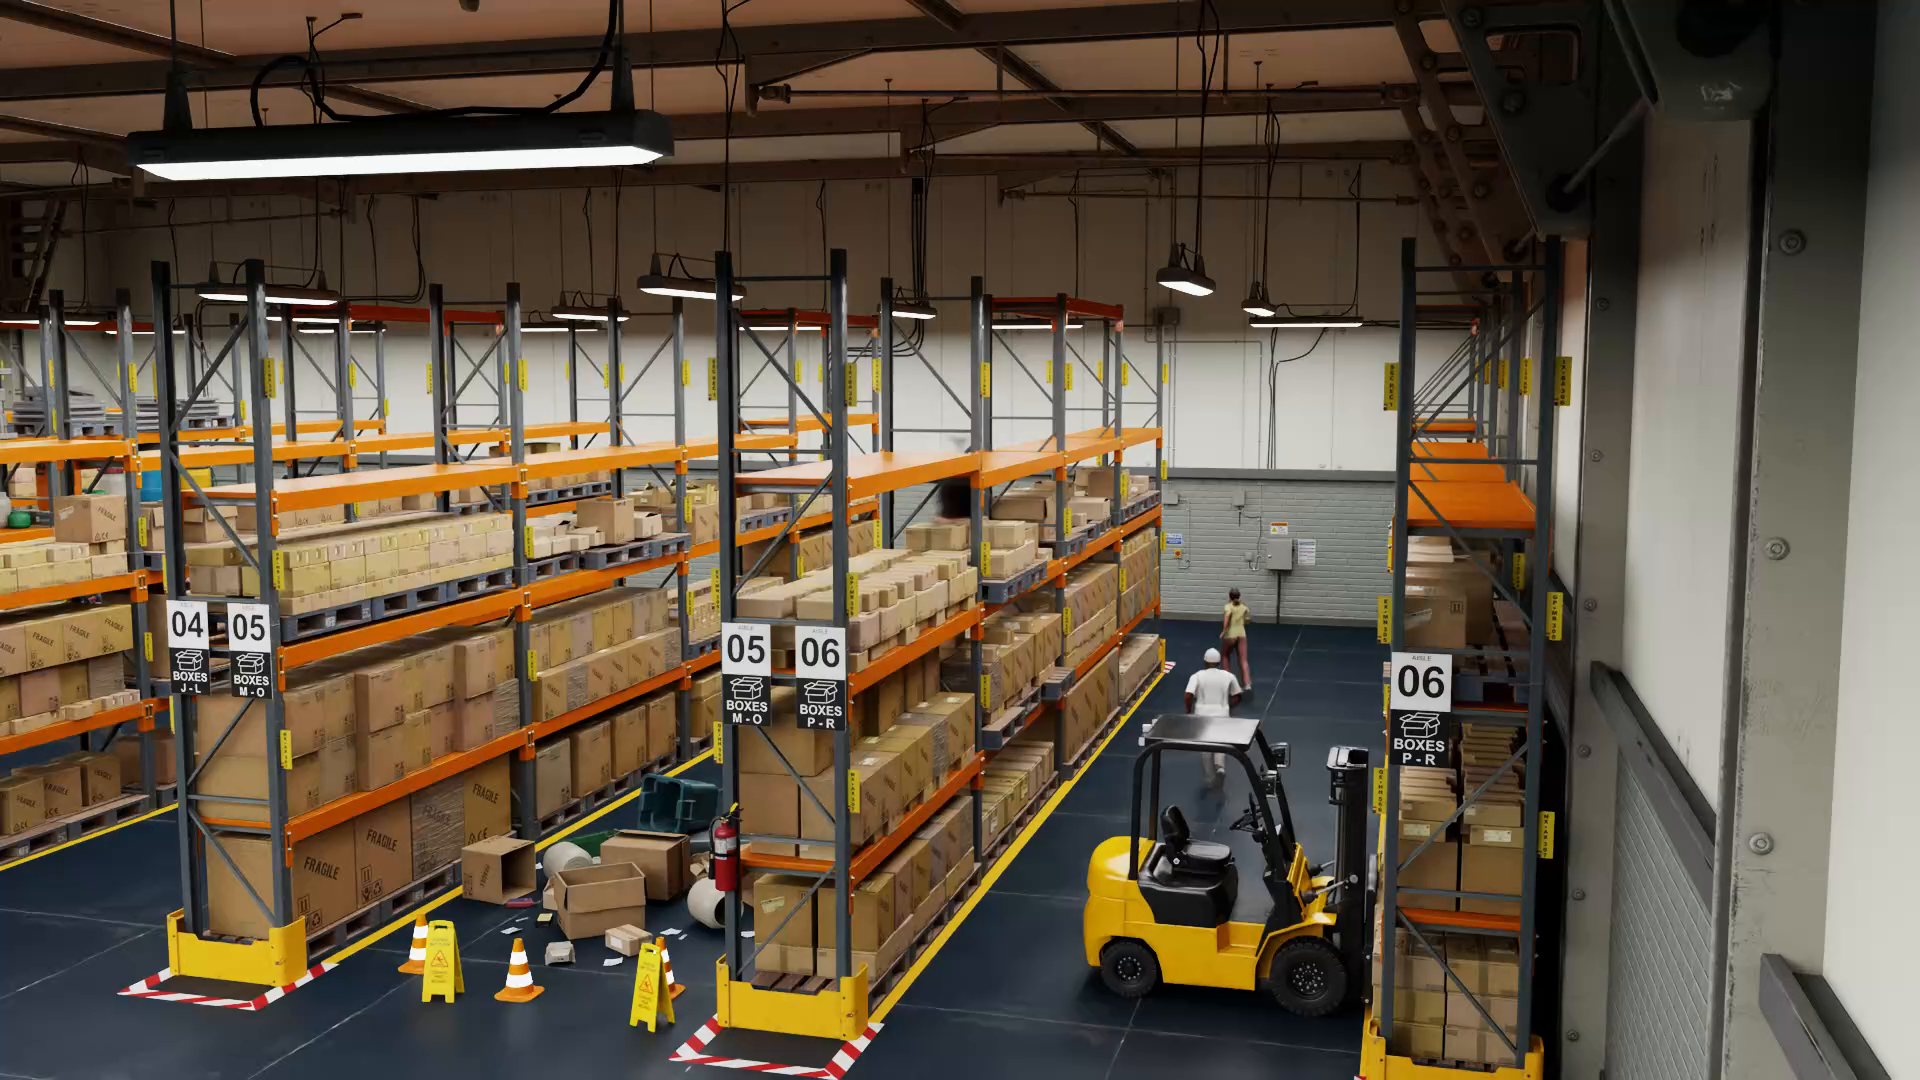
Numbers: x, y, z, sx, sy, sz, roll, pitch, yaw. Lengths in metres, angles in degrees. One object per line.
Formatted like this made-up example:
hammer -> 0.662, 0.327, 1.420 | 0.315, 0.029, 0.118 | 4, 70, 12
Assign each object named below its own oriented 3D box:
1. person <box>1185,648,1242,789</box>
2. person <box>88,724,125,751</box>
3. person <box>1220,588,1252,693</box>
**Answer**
person -> 3.086, 2.190, 20.244 | 0.702, 1.712, 0.686 | 0, 6, 2
person -> -10.870, 2.127, 21.022 | 0.540, 1.677, 0.944 | 1, 6, 11
person -> 4.337, 1.587, 26.064 | 0.580, 1.632, 0.950 | -1, 6, -11
